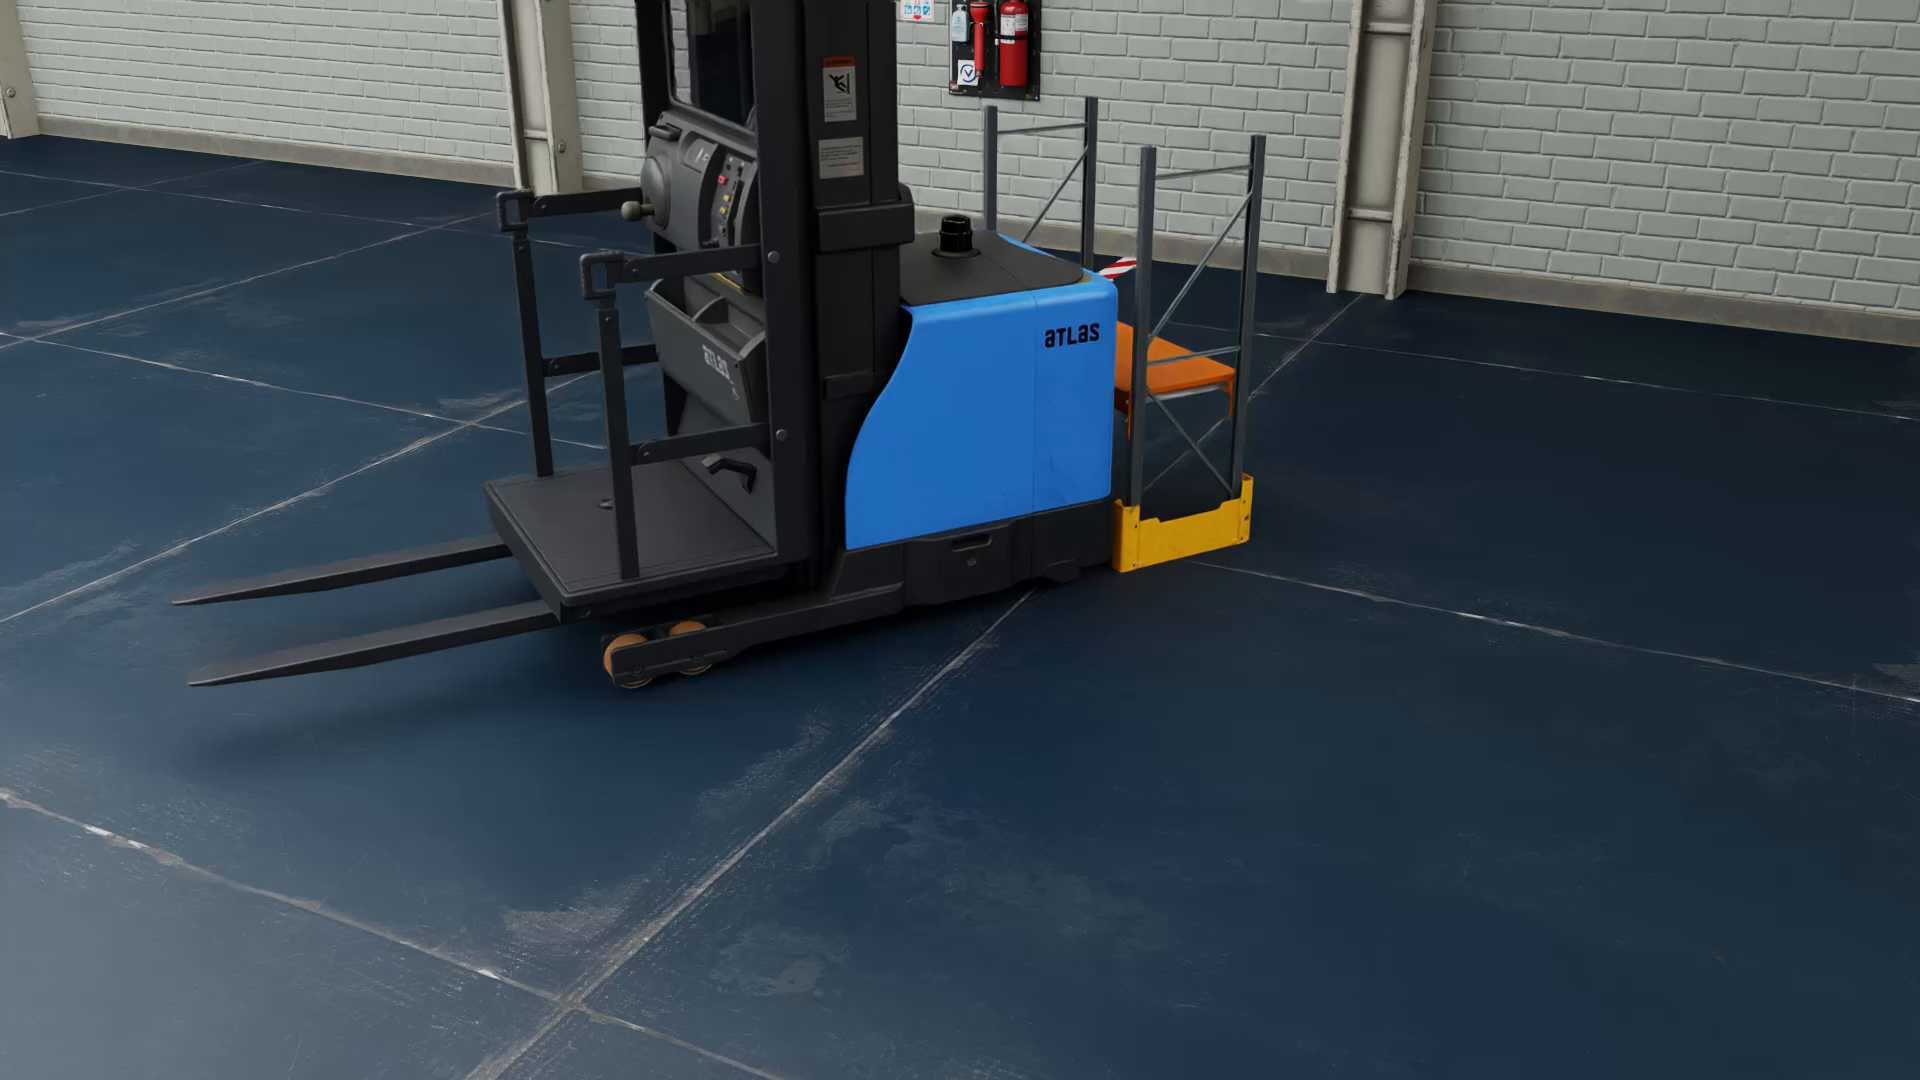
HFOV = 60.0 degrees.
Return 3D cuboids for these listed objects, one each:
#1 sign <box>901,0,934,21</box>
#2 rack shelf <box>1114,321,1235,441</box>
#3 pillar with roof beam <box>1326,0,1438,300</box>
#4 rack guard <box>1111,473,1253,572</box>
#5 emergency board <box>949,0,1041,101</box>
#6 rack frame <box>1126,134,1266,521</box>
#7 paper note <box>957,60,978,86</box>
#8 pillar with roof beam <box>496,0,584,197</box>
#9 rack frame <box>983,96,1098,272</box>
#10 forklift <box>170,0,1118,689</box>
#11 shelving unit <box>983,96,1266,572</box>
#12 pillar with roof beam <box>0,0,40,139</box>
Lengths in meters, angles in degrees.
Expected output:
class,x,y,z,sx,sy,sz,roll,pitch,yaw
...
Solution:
class,x,y,z,sx,sy,sz,roll,pitch,yaw
sign,-0.270,-3.435,10.449,0.234,0.329,0.001,11,25,25
rack shelf,0.566,-0.650,6.322,0.538,0.185,1.000,-13,26,-27
pillar with roof beam,0.423,-4.092,4.375,0.400,9.000,9.100,11,25,25
rack guard,0.817,-0.068,6.091,0.587,0.250,0.087,-13,26,-27
emergency board,0.177,-3.285,10.142,0.643,1.169,0.194,11,25,25
rack frame,0.817,-0.643,5.846,0.500,1.500,0.032,-13,26,-27
paper note,0.050,-2.935,10.444,0.142,0.148,0.016,11,25,25
pillar with roof beam,-4.932,-5.152,6.866,0.400,9.000,9.100,11,25,25
rack frame,0.314,-0.989,6.658,0.500,1.500,0.032,-13,26,-27
forklift,-1.002,-1.123,5.146,3.031,2.935,1.130,-12,26,-25
shelving unit,0.570,-0.813,6.245,0.587,1.500,1.083,-13,26,-27
pillar with roof beam,-10.286,-6.211,9.357,0.400,9.000,9.100,11,25,25
